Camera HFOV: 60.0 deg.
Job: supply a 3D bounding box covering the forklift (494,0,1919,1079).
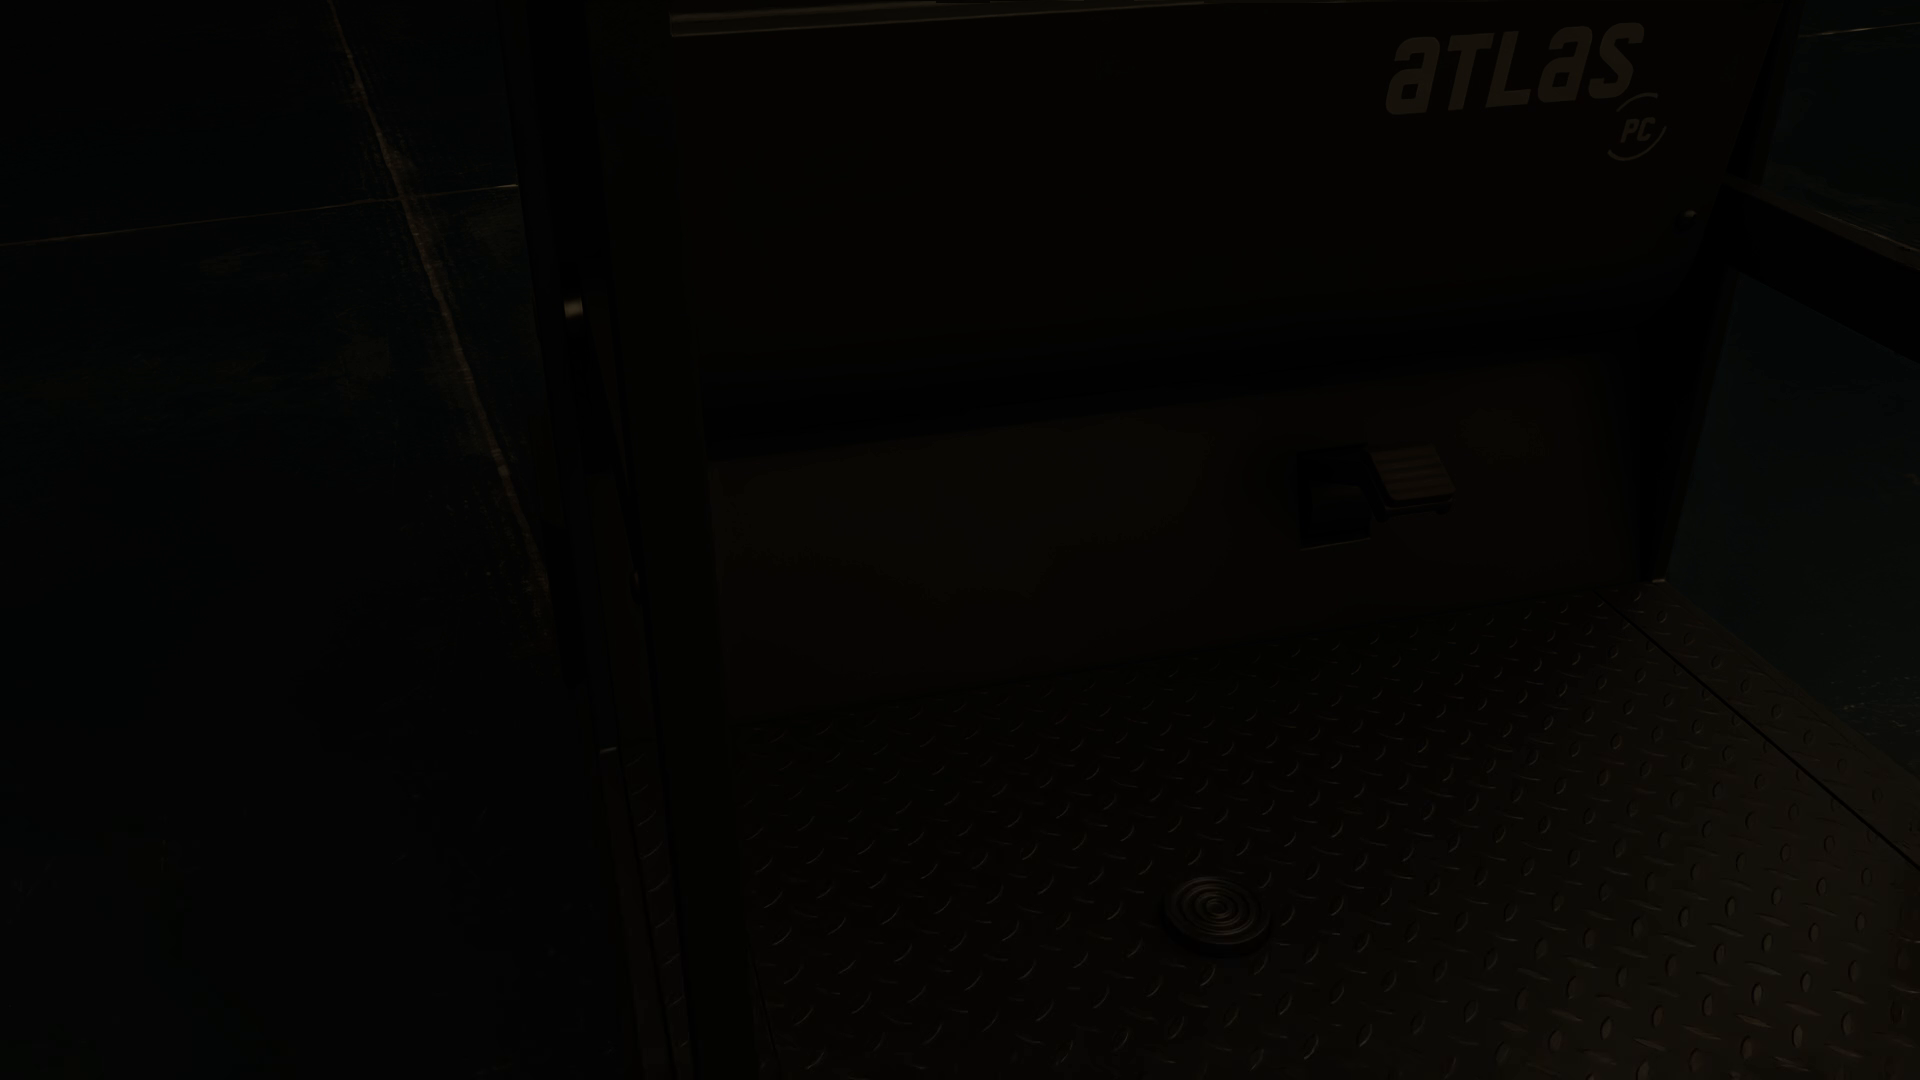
[{"bbox_3d":[0.258,-0.754,0.862,1.130,2.935,3.031,-8,31,-14],"label":"forklift"}]
